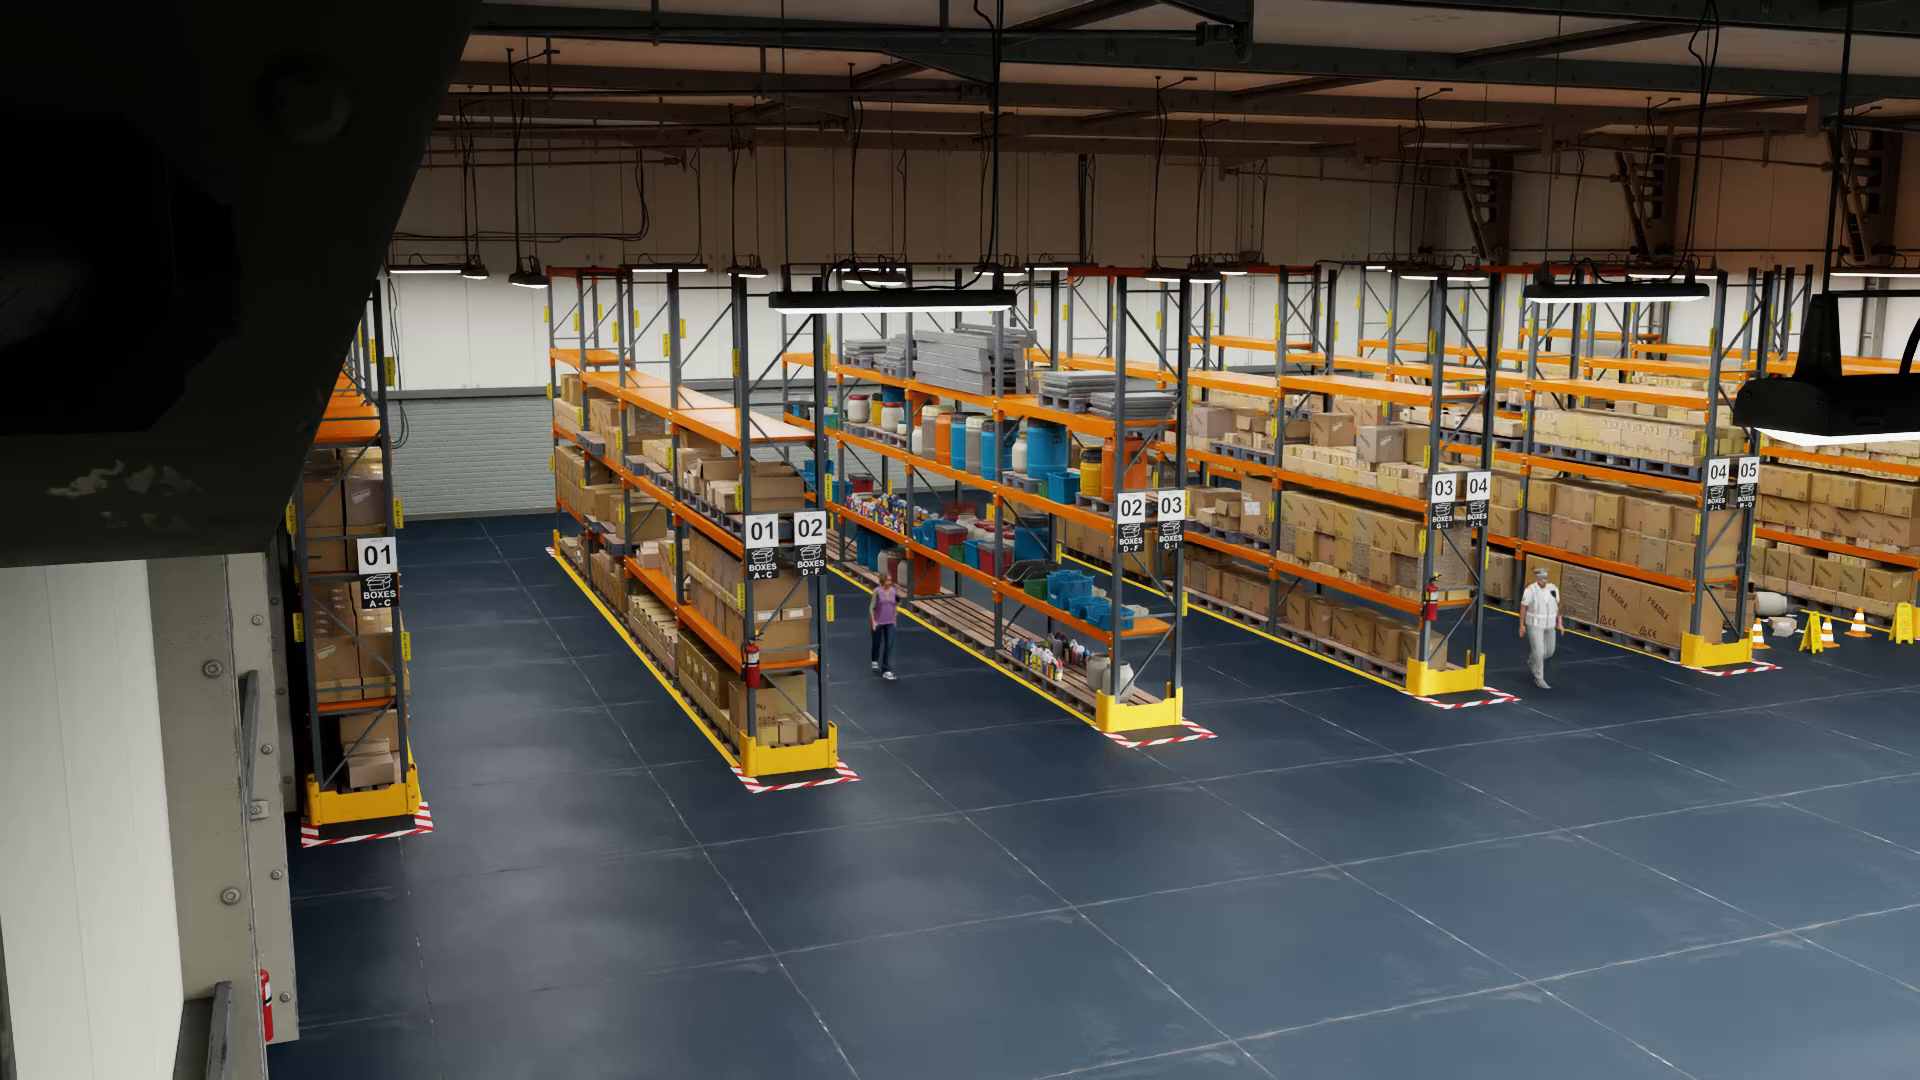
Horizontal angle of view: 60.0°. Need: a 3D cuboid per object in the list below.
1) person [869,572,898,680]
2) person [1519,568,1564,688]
[{"bbox_3d":[-1.129,1.256,24.945,0.503,1.563,0.789,-5,11,-24],"label":"person"},{"bbox_3d":[8.537,1.247,24.525,0.592,1.756,0.755,-2,10,-10],"label":"person"}]
